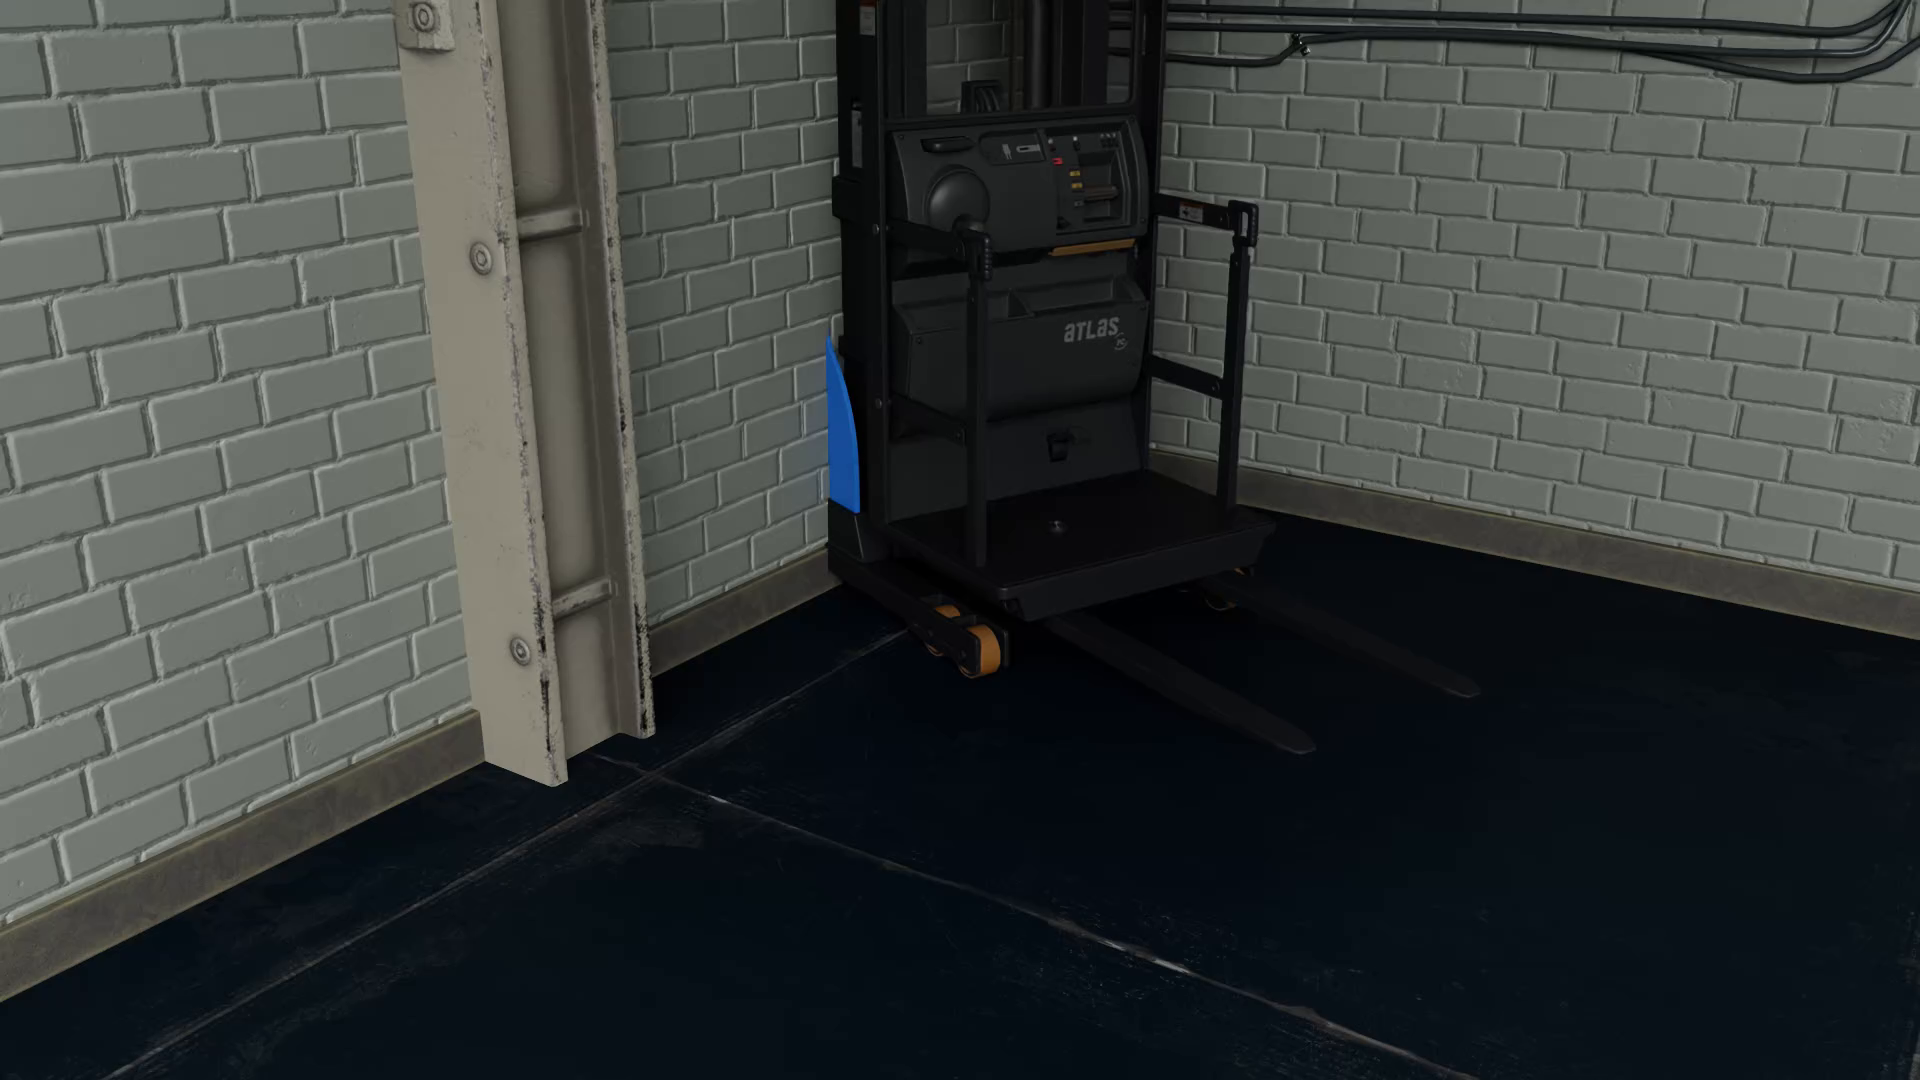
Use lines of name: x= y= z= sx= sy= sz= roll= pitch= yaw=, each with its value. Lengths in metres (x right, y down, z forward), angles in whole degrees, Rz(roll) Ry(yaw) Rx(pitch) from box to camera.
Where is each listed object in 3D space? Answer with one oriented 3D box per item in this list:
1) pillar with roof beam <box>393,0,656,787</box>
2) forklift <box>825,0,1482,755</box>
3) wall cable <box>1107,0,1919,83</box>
pillar with roof beam: x=2.453 y=-2.803 z=0.872 sx=9.100 sy=9.000 sz=0.400 roll=13 pitch=24 yaw=32
forklift: x=0.323 y=-1.134 z=5.106 sx=1.130 sy=2.935 sz=3.031 roll=-12 pitch=24 yaw=-30
wall cable: x=1.643 y=-2.774 z=5.268 sx=3.097 sy=2.526 sz=0.112 roll=13 pitch=24 yaw=32
